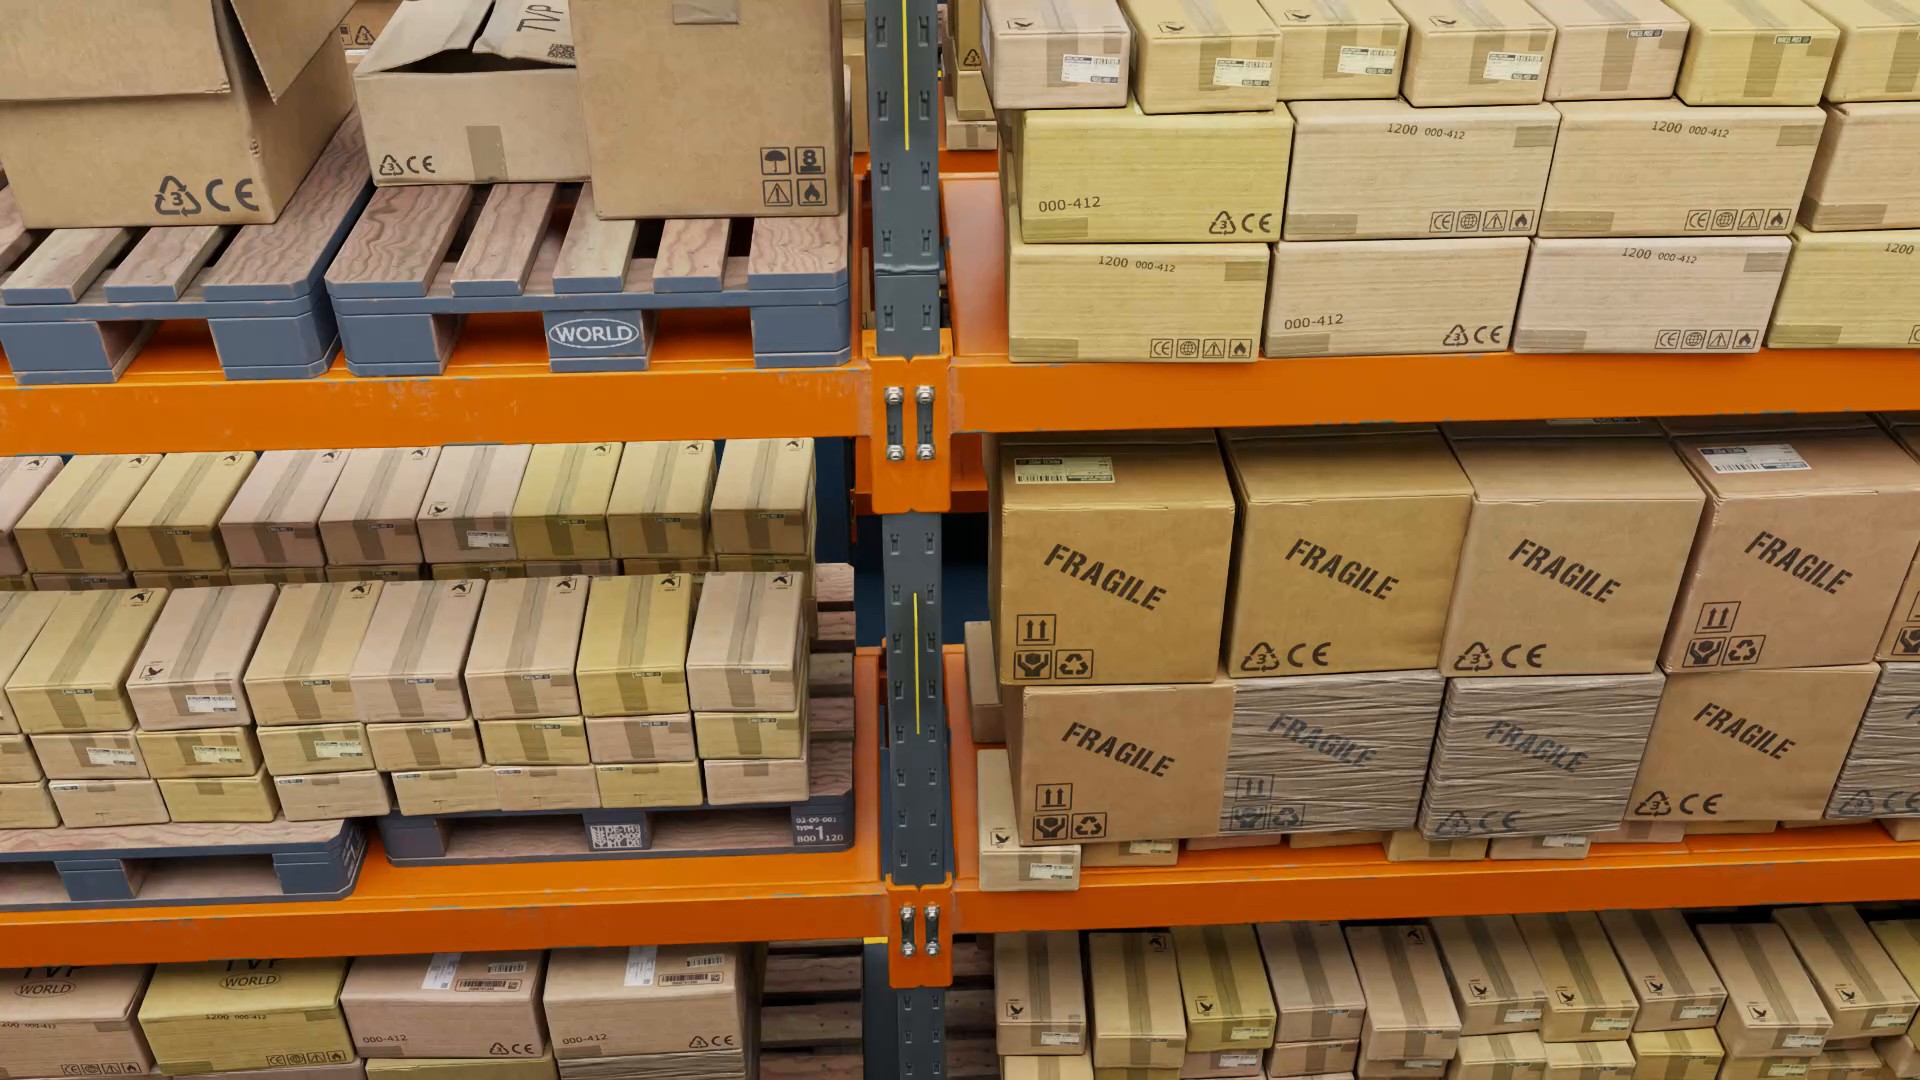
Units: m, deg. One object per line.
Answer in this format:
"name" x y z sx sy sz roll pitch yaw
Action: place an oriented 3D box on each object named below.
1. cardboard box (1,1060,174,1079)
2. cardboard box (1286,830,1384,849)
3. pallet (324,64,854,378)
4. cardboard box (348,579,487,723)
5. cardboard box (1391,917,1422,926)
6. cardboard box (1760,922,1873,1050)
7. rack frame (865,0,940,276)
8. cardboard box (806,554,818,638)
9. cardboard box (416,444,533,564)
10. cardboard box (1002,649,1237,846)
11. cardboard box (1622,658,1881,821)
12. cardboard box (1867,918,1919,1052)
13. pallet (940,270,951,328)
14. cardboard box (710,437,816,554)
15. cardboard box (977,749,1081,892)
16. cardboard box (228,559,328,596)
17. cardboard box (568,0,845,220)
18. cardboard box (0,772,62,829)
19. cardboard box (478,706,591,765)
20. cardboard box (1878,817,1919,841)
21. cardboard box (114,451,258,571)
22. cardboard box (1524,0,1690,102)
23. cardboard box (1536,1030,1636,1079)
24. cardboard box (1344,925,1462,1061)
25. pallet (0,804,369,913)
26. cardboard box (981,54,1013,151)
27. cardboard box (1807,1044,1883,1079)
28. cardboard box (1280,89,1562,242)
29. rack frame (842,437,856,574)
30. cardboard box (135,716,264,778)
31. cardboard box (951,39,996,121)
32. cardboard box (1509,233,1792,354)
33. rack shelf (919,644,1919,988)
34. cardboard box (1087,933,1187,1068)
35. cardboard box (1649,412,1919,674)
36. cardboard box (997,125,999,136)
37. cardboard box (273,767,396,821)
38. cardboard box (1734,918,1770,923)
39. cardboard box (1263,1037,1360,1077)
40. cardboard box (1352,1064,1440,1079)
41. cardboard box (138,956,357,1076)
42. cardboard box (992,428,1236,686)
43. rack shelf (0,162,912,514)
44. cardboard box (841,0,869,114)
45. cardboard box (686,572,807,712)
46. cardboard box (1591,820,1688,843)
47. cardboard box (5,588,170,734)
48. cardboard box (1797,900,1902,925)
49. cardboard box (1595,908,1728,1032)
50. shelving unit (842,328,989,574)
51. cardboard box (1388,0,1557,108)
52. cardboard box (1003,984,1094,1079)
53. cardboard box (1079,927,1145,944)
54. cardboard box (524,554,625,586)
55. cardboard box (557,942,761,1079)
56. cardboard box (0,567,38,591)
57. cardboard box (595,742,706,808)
"cardboard box" -2.389 1.494 4.782 0.500 0.500 0.500 -2 35 -3
"cardboard box" 0.962 0.629 4.426 0.250 0.149 0.380 -3 35 -4
"pallet" -0.748 -0.763 3.745 1.003 0.211 1.213 -2 35 -2
"cardboard box" -1.307 0.266 4.059 0.250 0.149 0.380 -2 35 -2
"cardboard box" 1.487 1.129 5.357 0.250 0.149 0.380 -3 35 -4
"cardboard box" 2.563 1.347 5.042 0.250 0.149 0.380 -2 35 -3
"rack frame" -0.126 -2.029 2.775 0.127 3.000 1.000 -2 35 -2
"cardboard box" -0.542 0.117 4.796 0.250 0.149 0.380 -3 35 -5
"cardboard box" -1.325 -0.106 4.596 0.250 0.149 0.380 -2 35 -3
"cardboard box" 0.380 0.404 4.181 0.500 0.500 0.500 -2 35 -3
"cardboard box" 1.913 0.362 4.241 0.500 0.500 0.500 0 35 0
"cardboard box" 2.846 1.296 4.854 0.250 0.149 0.380 -2 35 -3
"pallet" 0.503 -1.214 9.319 1.213 0.211 1.003 -2 35 -2
"cardboard box" -0.542 -0.127 4.627 0.250 0.149 0.380 0 35 0
"cardboard box" 0.172 0.719 4.296 0.250 0.149 0.380 0 35 0
"cardboard box" -1.852 0.033 4.657 0.250 0.149 0.380 -2 35 -3
"cardboard box" -0.510 -1.062 3.556 0.500 0.500 0.700 -1 35 -2
"cardboard box" -2.341 0.542 4.183 0.250 0.149 0.380 -1 35 -2
"cardboard box" -1.025 0.382 4.153 0.250 0.149 0.380 0 35 0
"cardboard box" 2.539 0.614 4.448 0.250 0.149 0.380 -3 35 -4
"cardboard box" -2.102 -0.083 4.563 0.250 0.149 0.380 -1 35 -1
"cardboard box" 1.216 -1.001 3.267 0.250 0.149 0.380 -3 35 -4
"cardboard box" 1.789 1.439 4.909 0.250 0.149 0.380 -1 35 -2
"cardboard box" 1.273 1.312 4.832 0.250 0.149 0.380 -1 35 -1
"pallet" -2.146 0.547 4.492 1.213 0.211 1.003 -2 35 -2
"cardboard box" 0.323 -1.097 3.756 0.500 0.250 0.500 -3 35 -4
"cardboard box" 2.587 1.499 5.085 0.250 0.149 0.380 -1 35 -2
"cardboard box" 0.864 -0.827 3.366 0.500 0.250 0.500 -2 35 -2
"rack frame" -0.501 -0.449 7.410 0.032 1.125 0.500 -2 35 -2
"cardboard box" -1.831 0.406 4.117 0.250 0.149 0.380 -1 35 -2
"cardboard box" 0.222 -2.309 8.321 0.500 0.250 0.500 -2 35 -3
"cardboard box" 1.370 -0.618 3.504 0.500 0.250 0.500 0 35 0
"rack shelf" 1.872 0.679 4.765 4.000 0.370 1.077 -2 35 -2
"cardboard box" 0.506 1.327 4.810 0.250 0.149 0.380 0 35 0
"cardboard box" 1.871 -0.042 3.947 0.500 0.500 0.500 -3 35 -4
"cardboard box" 0.313 -2.107 8.380 0.250 0.149 0.380 -3 35 -4
"cardboard box" -1.550 0.522 4.212 0.250 0.149 0.380 -3 35 -4
"cardboard box" 2.565 1.170 5.559 0.250 0.149 0.380 -1 35 -2
"cardboard box" 1.011 1.396 4.971 0.250 0.149 0.380 -3 35 -5
"cardboard box" 1.283 1.504 5.077 0.250 0.149 0.380 -3 35 -4
"cardboard box" -1.900 1.177 4.583 0.500 0.250 0.500 -3 35 -4
"cardboard box" 0.336 -0.011 3.902 0.500 0.500 0.500 -1 35 -1
"rack shelf" -2.124 -0.446 3.755 4.000 0.370 1.077 -2 35 -2
"cardboard box" -0.731 -2.556 8.719 0.500 0.500 0.500 -1 35 -2
"cardboard box" -0.518 0.245 4.089 0.250 0.149 0.380 0 35 0
"cardboard box" 1.751 0.622 4.436 0.250 0.149 0.380 0 35 0
"cardboard box" -2.089 0.288 4.027 0.250 0.149 0.380 -2 35 -3
"cardboard box" 2.817 1.107 5.389 0.250 0.149 0.380 -1 35 -2
"cardboard box" 2.050 1.250 4.921 0.250 0.149 0.380 -3 35 -4
"shelving unit" 0.007 -0.463 7.430 1.048 1.125 0.538 -2 35 -2
"cardboard box" 0.959 -0.982 3.240 0.250 0.149 0.380 -2 35 -4
"cardboard box" 0.251 1.487 4.840 0.250 0.149 0.380 0 35 0
"cardboard box" 0.443 1.111 5.383 0.250 0.149 0.380 -3 35 -5
"cardboard box" -1.058 0.010 4.690 0.250 0.149 0.380 -1 35 -1
"cardboard box" -0.854 1.456 4.838 0.500 0.500 0.500 -2 35 -3
"cardboard box" -2.622 0.053 4.628 0.250 0.149 0.380 -2 35 -3
"cardboard box" -0.773 0.499 4.245 0.250 0.149 0.380 -1 35 -2
